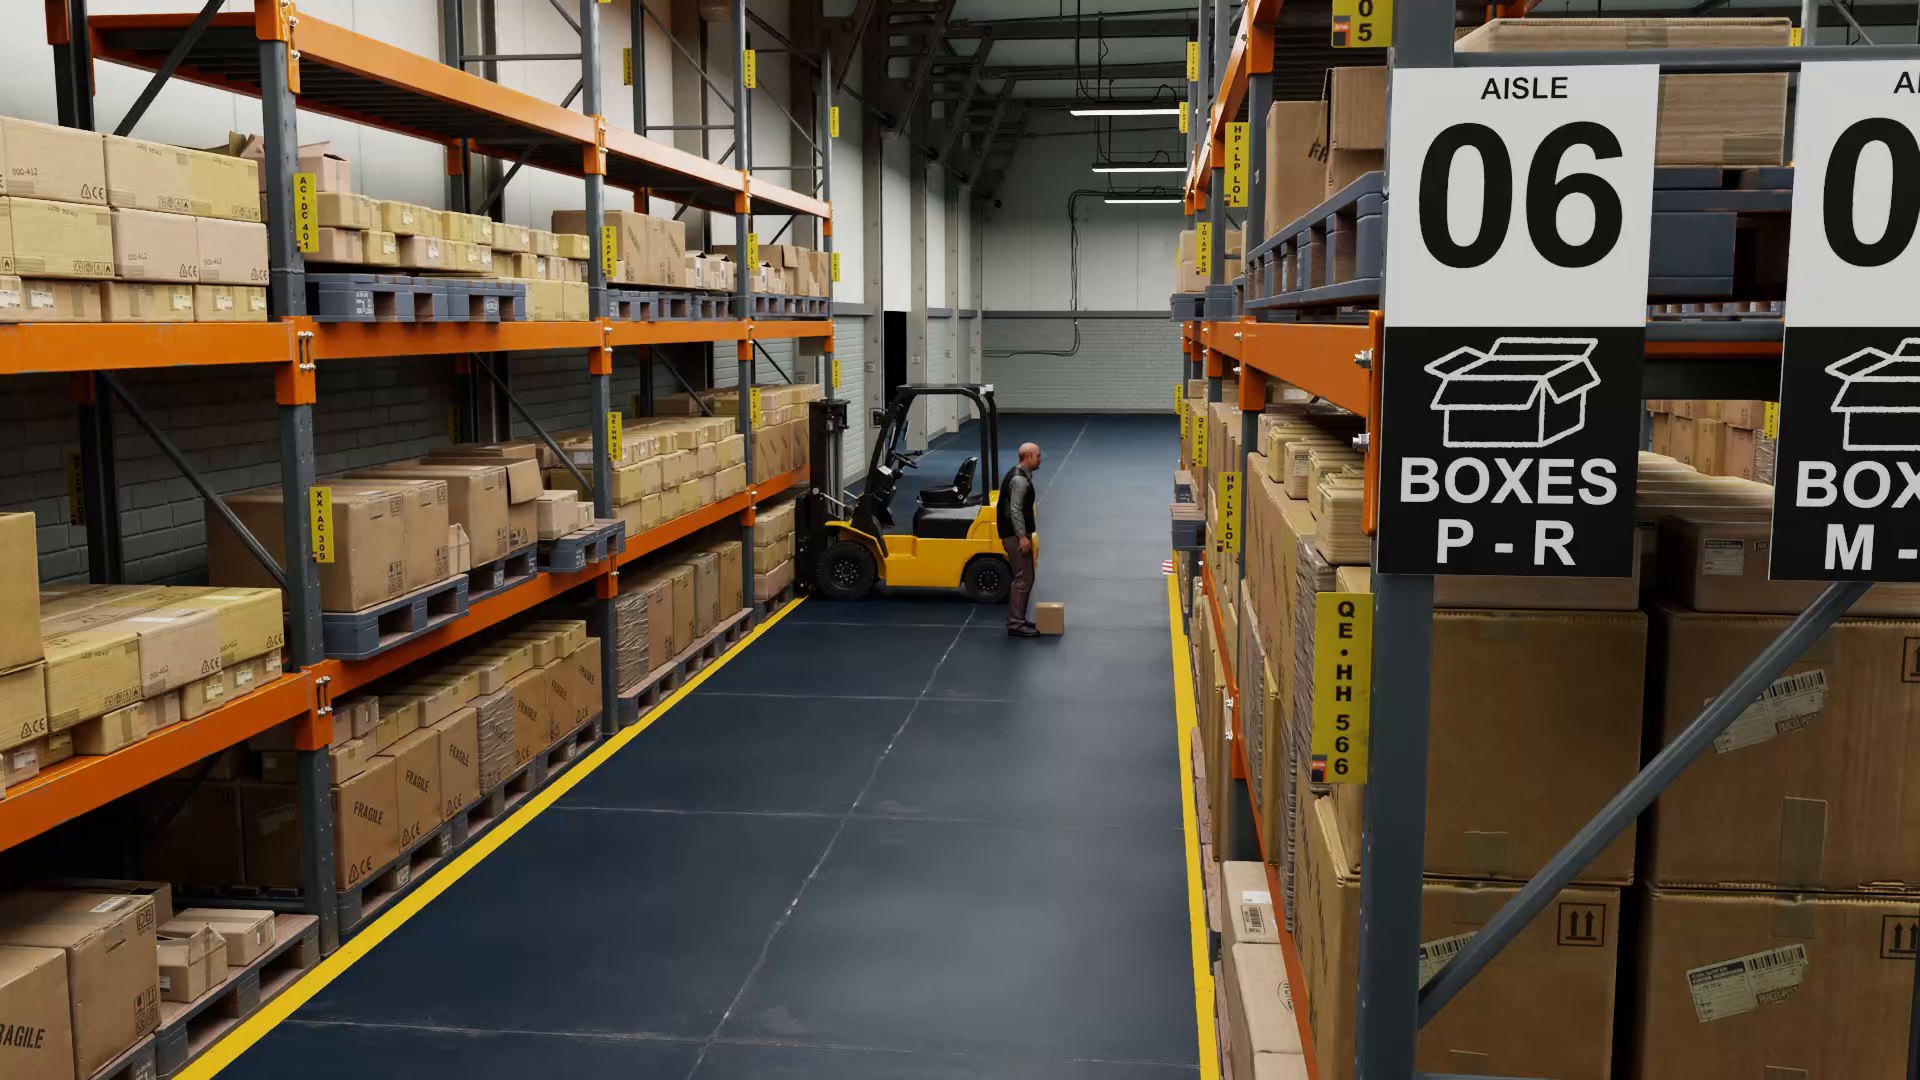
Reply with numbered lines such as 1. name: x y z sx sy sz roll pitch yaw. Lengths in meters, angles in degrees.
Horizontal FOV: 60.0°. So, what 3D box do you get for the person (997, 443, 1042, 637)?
1. person: 0.536 -0.020 15.032 0.413 1.721 0.581 1 8 6
